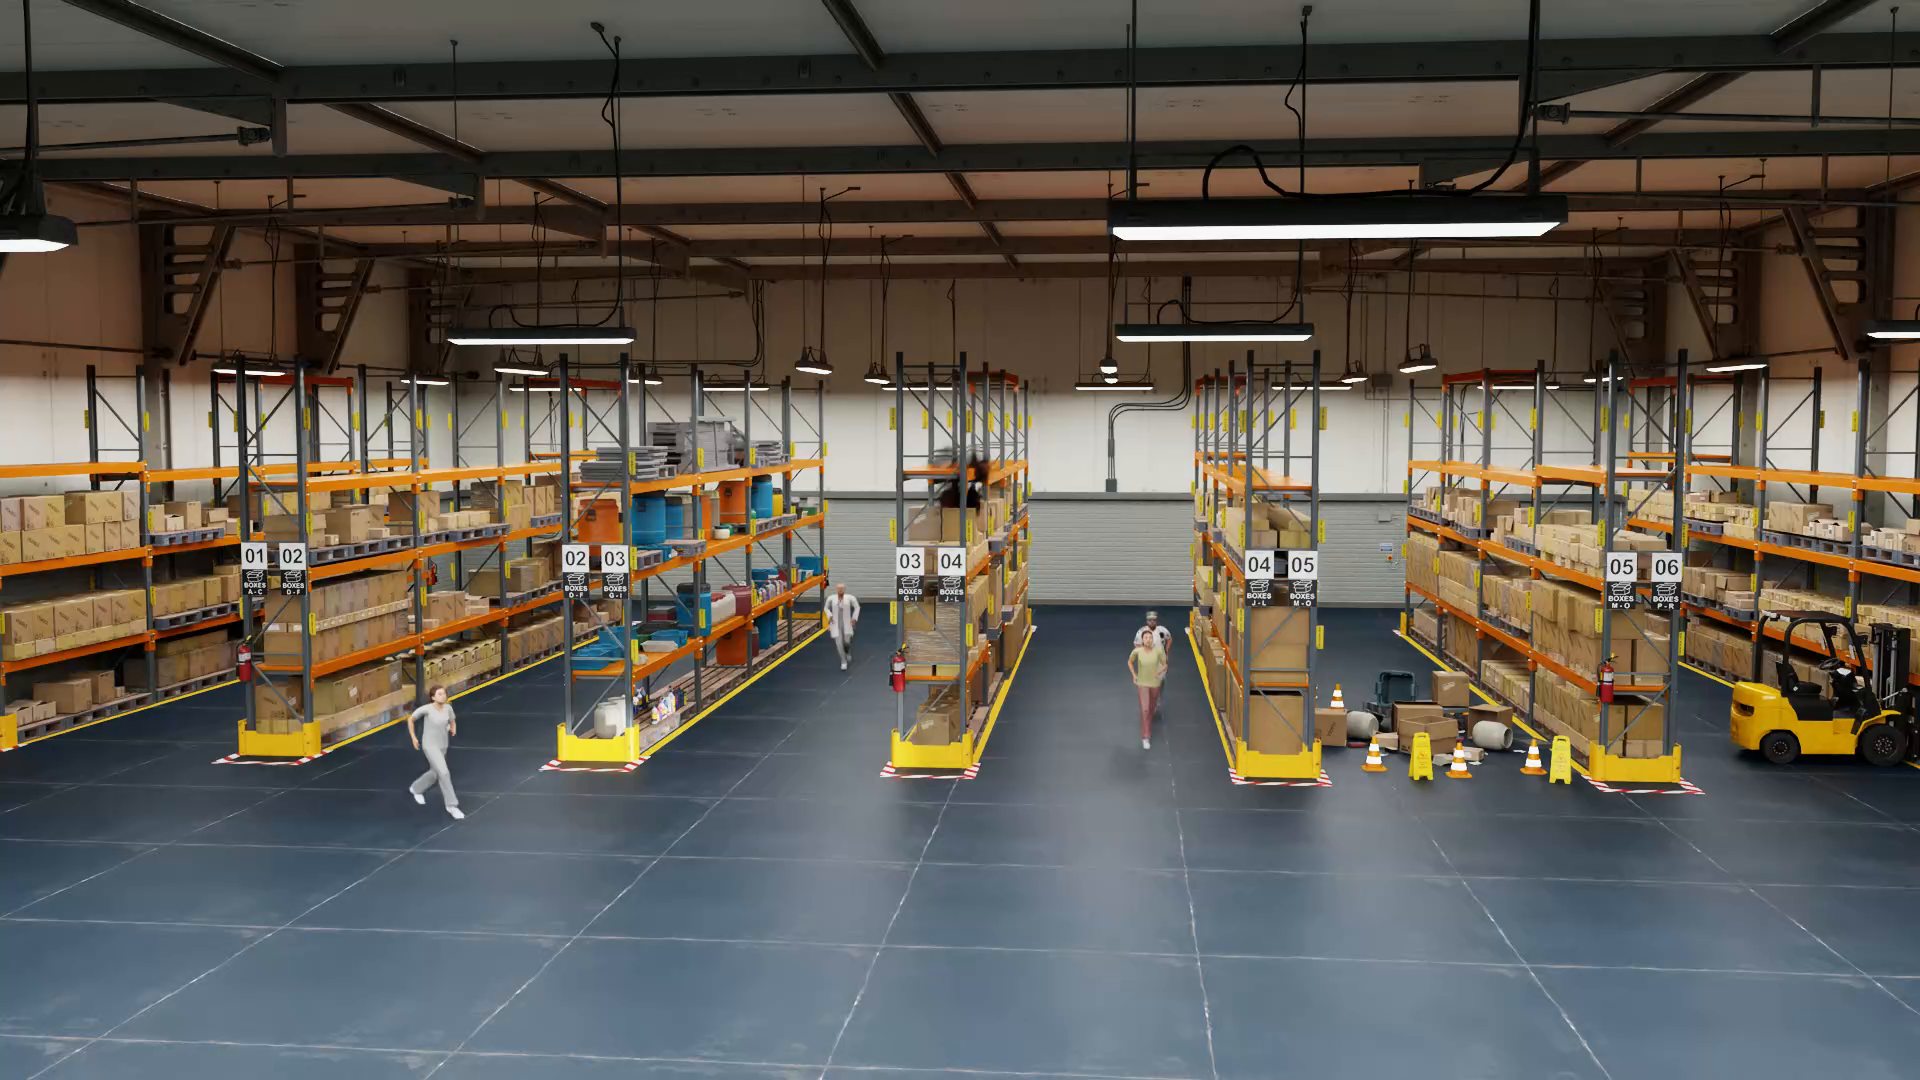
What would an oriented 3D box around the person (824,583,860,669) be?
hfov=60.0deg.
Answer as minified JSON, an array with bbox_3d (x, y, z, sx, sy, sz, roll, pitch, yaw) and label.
[{"bbox_3d":[-2.410,1.741,33.794,0.724,1.734,0.621,0,4,1],"label":"person"}]

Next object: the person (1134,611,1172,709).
[{"bbox_3d":[3.278,2.069,28.314,0.640,1.744,0.810,1,4,8],"label":"person"}]

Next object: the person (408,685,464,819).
[{"bbox_3d":[-6.694,2.665,21.178,1.012,1.674,0.587,3,5,35],"label":"person"}]

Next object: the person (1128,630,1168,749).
[{"bbox_3d":[2.769,2.169,24.459,0.566,1.701,0.802,0,4,-3],"label":"person"}]
